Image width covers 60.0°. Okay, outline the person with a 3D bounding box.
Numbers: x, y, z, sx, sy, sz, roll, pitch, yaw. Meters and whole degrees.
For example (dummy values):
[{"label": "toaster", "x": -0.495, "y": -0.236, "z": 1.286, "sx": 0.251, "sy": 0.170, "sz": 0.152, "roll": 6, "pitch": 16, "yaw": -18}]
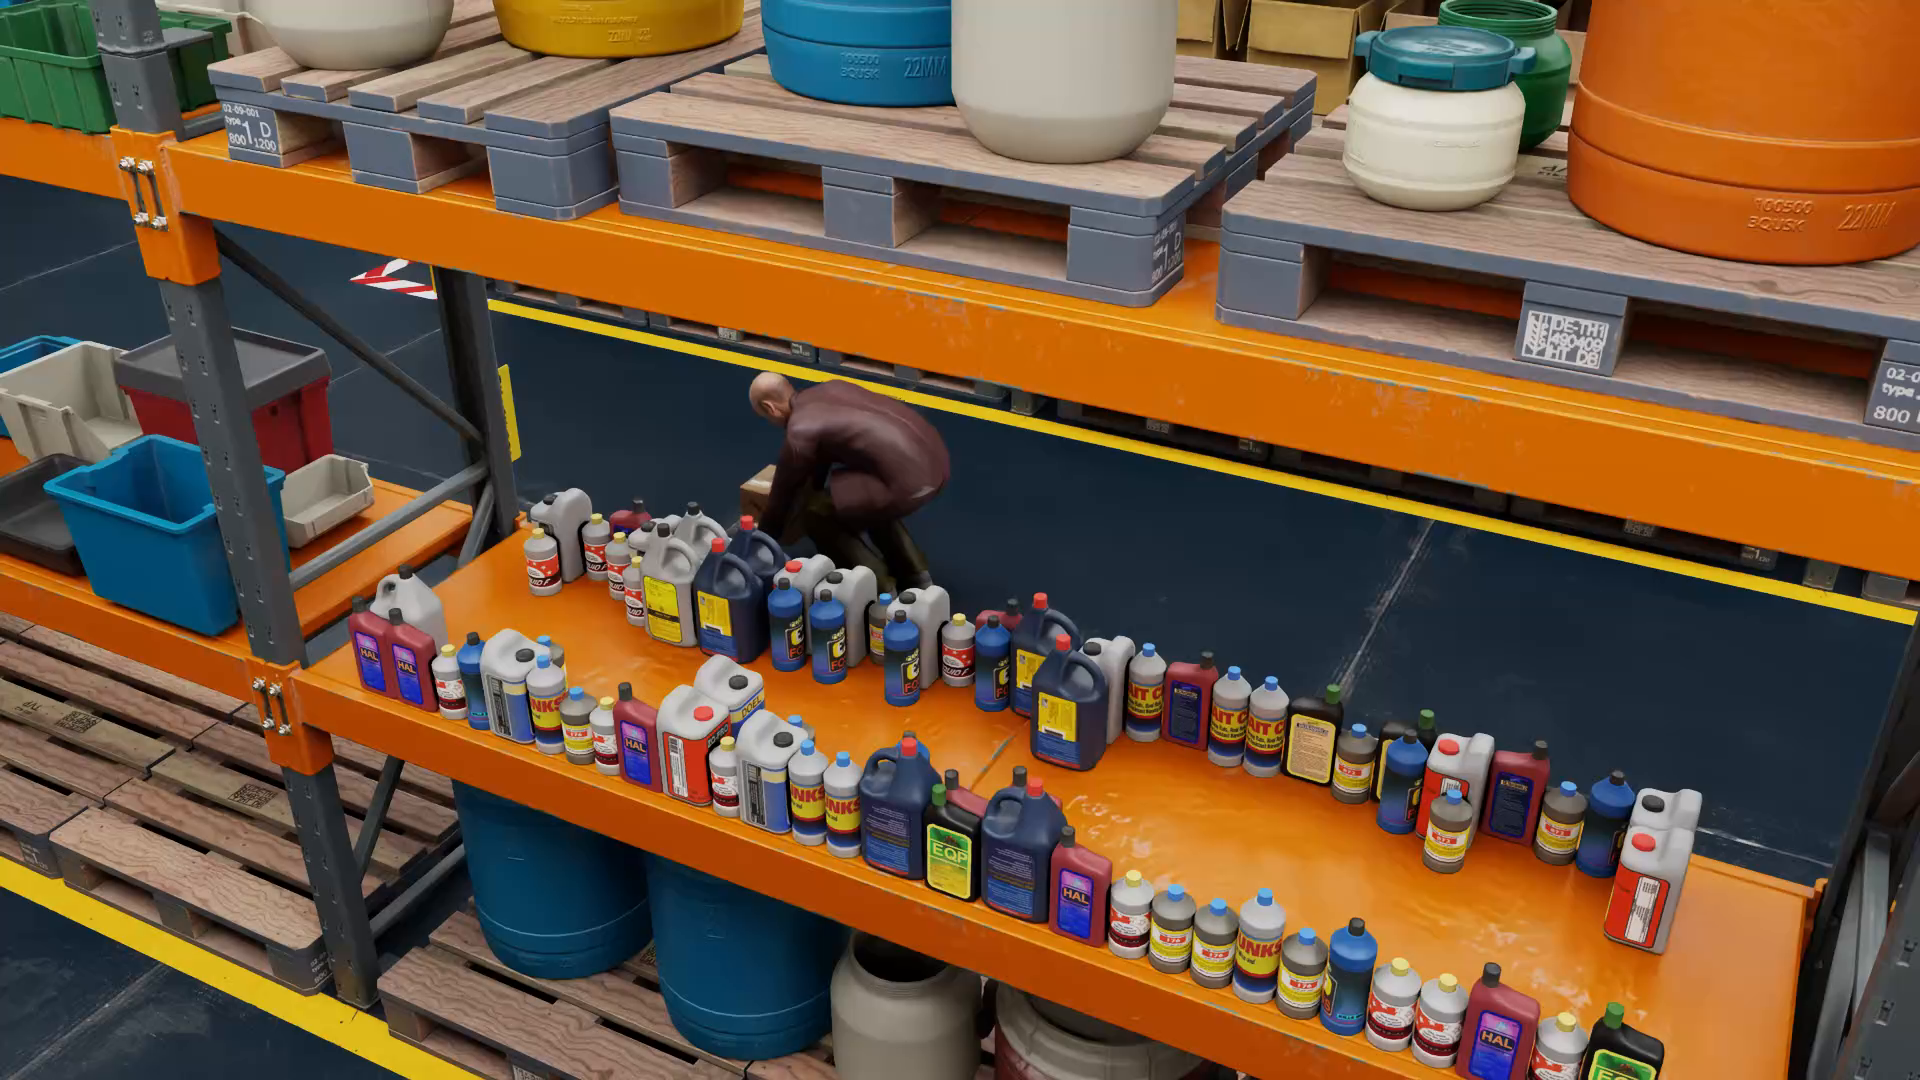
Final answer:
[{"label": "person", "x": -0.451, "y": -0.312, "z": 7.258, "sx": 0.859, "sy": 0.722, "sz": 0.585, "roll": 13, "pitch": 32, "yaw": 22}]
